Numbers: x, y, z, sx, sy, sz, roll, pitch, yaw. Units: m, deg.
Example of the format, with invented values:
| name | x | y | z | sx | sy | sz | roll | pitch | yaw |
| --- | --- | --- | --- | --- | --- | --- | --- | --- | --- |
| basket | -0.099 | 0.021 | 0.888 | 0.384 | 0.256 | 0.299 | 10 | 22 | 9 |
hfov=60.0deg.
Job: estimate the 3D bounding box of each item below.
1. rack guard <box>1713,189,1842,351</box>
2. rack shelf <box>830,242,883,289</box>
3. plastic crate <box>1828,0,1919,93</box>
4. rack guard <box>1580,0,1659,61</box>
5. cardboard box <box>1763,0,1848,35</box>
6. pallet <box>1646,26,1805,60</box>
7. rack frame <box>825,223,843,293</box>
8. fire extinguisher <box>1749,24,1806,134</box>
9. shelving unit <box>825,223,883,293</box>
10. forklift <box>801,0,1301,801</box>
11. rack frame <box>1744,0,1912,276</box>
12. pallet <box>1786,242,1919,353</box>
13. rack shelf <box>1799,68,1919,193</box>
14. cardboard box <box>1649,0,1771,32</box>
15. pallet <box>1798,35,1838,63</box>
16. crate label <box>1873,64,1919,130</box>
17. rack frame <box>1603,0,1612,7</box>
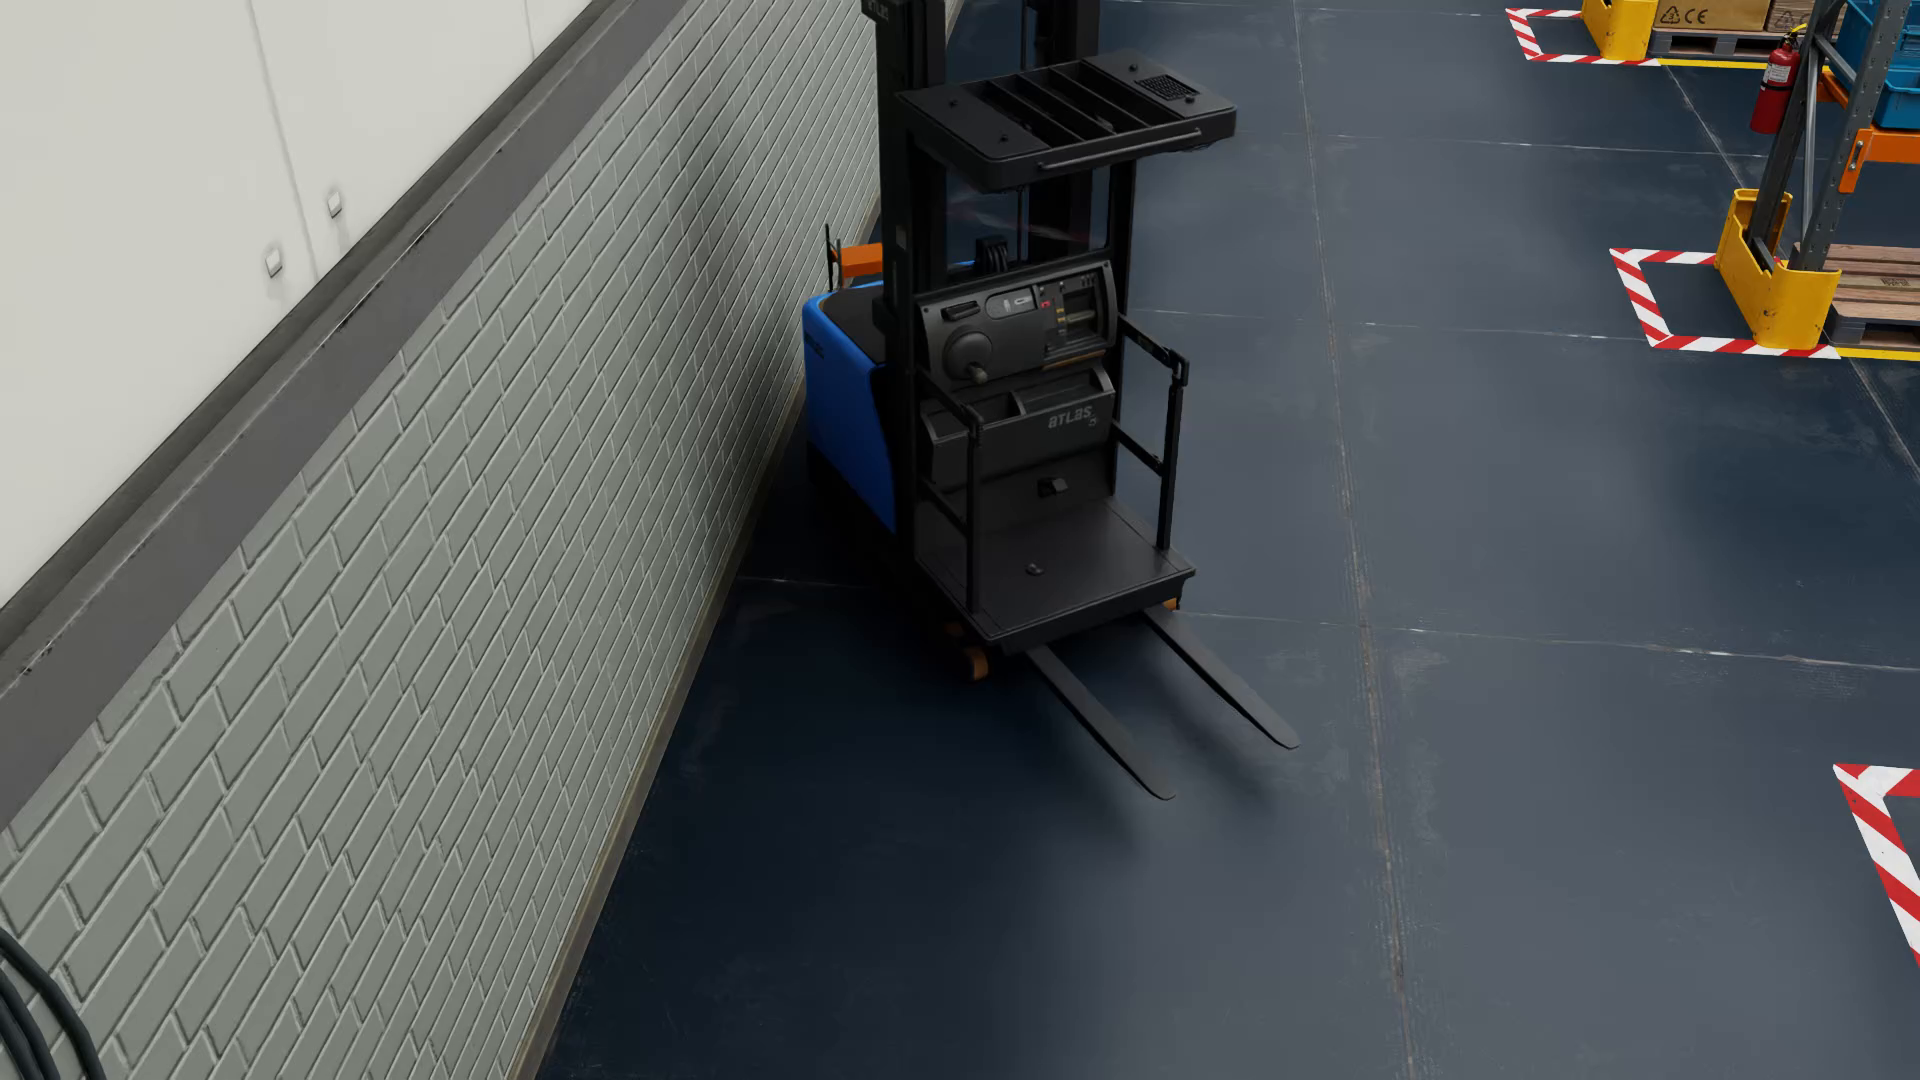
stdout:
| name | x | y | z | sx | sy | sz | roll | pitch | yaw |
| --- | --- | --- | --- | --- | --- | --- | --- | --- | --- |
| rack guard | 4.971 | -1.667 | 10.156 | 0.348 | 0.500 | 1.175 | 4 | 36 | 6 |
| rack shelf | -0.404 | -1.417 | 8.512 | 0.480 | 0.148 | 0.258 | -11 | 33 | -16 |
| plastic crate | 5.353 | -2.812 | 9.526 | 0.499 | 0.435 | 0.616 | 4 | 36 | 6 |
| rack guard | 5.604 | -4.528 | 14.165 | 0.348 | 0.500 | 1.175 | 4 | 36 | 6 |
| cardboard box | 7.175 | -4.782 | 13.835 | 0.875 | 0.875 | 0.875 | 4 | 36 | 6 |
| pallet | 6.431 | -4.395 | 14.226 | 1.213 | 0.211 | 1.003 | 4 | 36 | 6 |
| rack frame | -0.625 | -1.035 | 8.651 | 0.015 | 1.200 | 0.240 | -11 | 33 | -16 |
| fire extinguisher | 4.905 | -2.780 | 9.951 | 0.183 | 0.674 | 0.296 | 4 | 36 | 6 |
| shelving unit | -0.394 | -1.082 | 8.717 | 0.503 | 1.200 | 0.258 | -11 | 33 | -16 |
| forklift | 0.363 | -0.866 | 6.941 | 1.130 | 2.935 | 3.031 | -18 | 39 | -23 |
| rack frame | 4.997 | -2.690 | 9.437 | 0.127 | 3.000 | 1.000 | 4 | 36 | 6 |
| pallet | 5.810 | -1.472 | 10.131 | 1.213 | 0.211 | 1.003 | 4 | 36 | 6 |
| rack shelf | 6.981 | -2.250 | 9.439 | 4.000 | 0.370 | 1.077 | 4 | 36 | 6 |
| cardboard box | 6.273 | -4.849 | 13.930 | 0.875 | 0.875 | 0.875 | 4 | 36 | 6 |
| pallet | 7.637 | -4.303 | 14.098 | 1.213 | 0.211 | 1.003 | 4 | 36 | 6 |
| crate label | 5.200 | -2.439 | 9.177 | 0.303 | 0.233 | 0.416 | 4 | 36 | 6 |
| rack frame | 5.628 | -5.544 | 13.436 | 0.127 | 3.000 | 1.000 | 4 | 36 | 6 |
